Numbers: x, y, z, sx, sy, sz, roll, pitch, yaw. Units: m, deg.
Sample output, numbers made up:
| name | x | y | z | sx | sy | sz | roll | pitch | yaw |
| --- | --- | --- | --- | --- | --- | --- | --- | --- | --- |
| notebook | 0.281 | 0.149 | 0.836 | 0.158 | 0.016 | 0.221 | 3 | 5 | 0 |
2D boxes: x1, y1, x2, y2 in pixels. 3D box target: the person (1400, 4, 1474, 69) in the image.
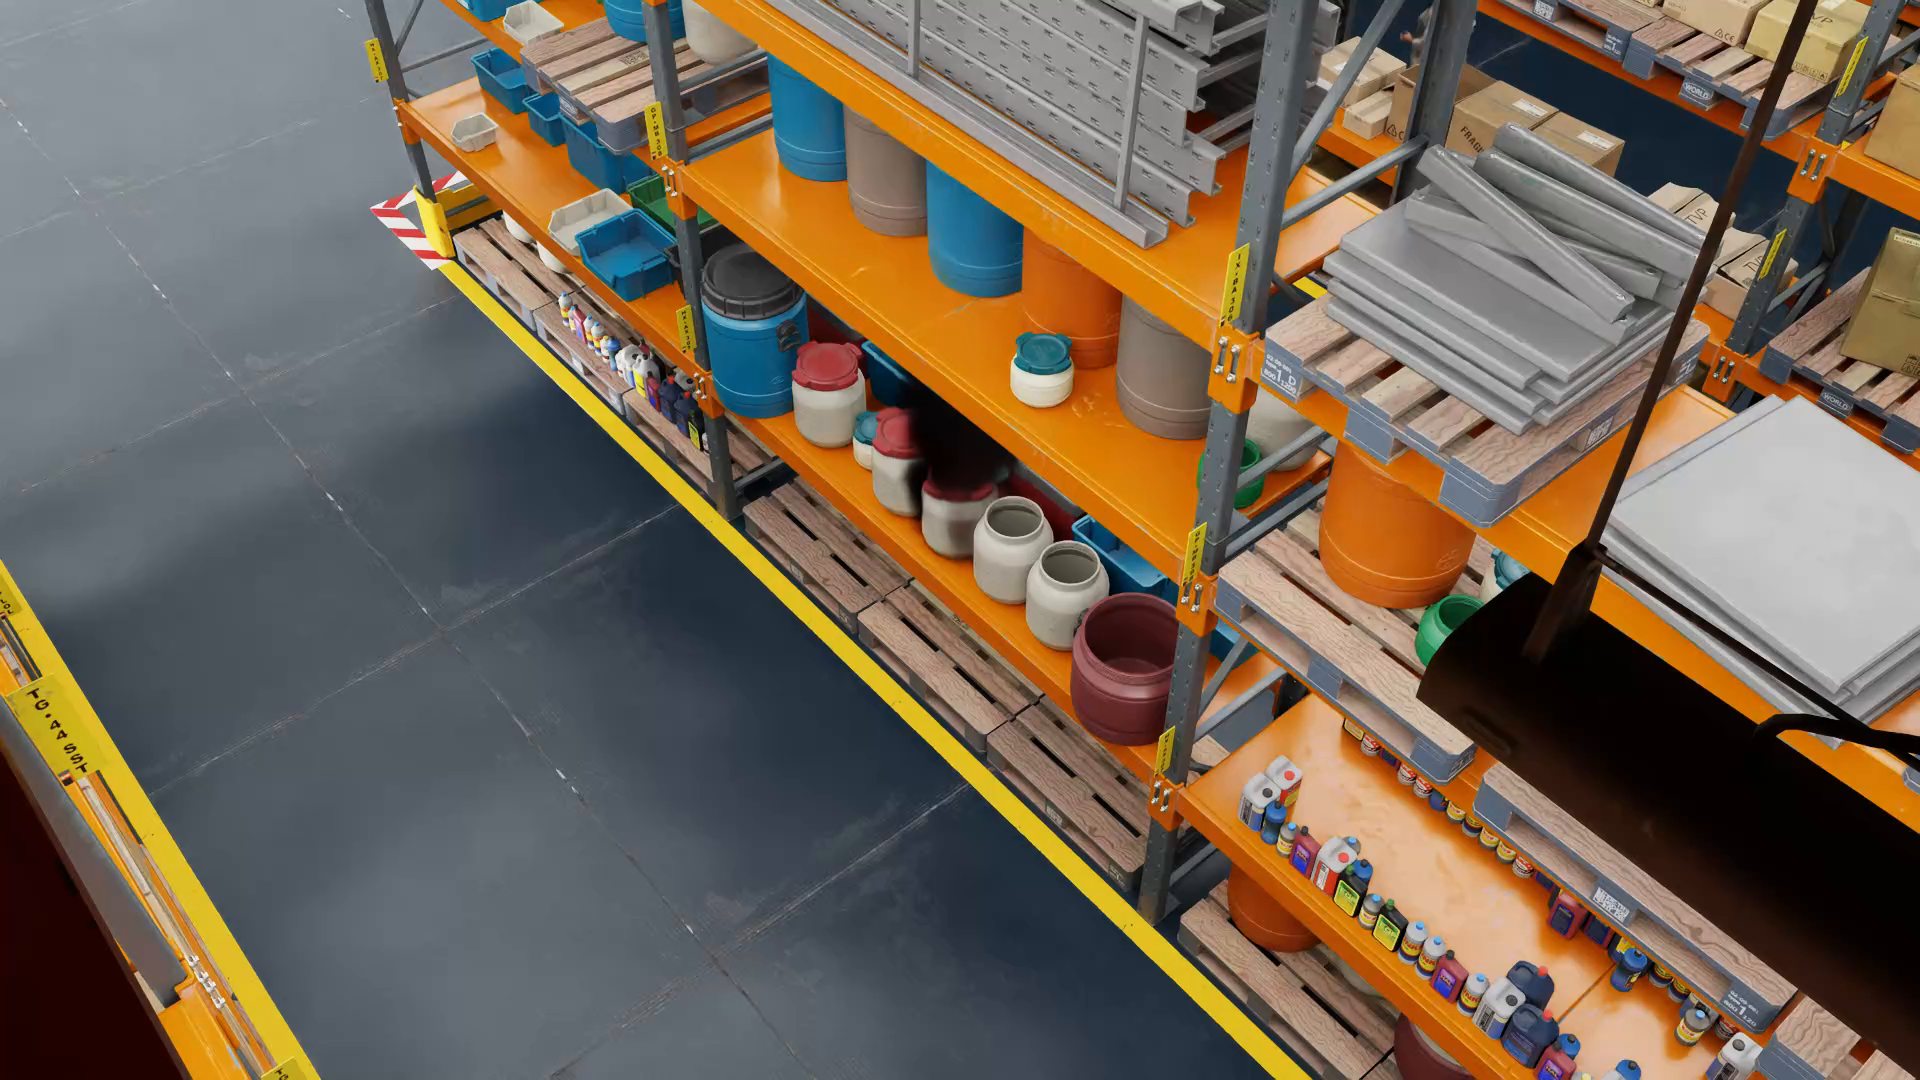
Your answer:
| name | x | y | z | sx | sy | sz | roll | pitch | yaw |
| --- | --- | --- | --- | --- | --- | --- | --- | --- | --- |
| person | 3.854 | -3.968 | 13.681 | 0.539 | 1.557 | 0.531 | 34 | 55 | 28 |
